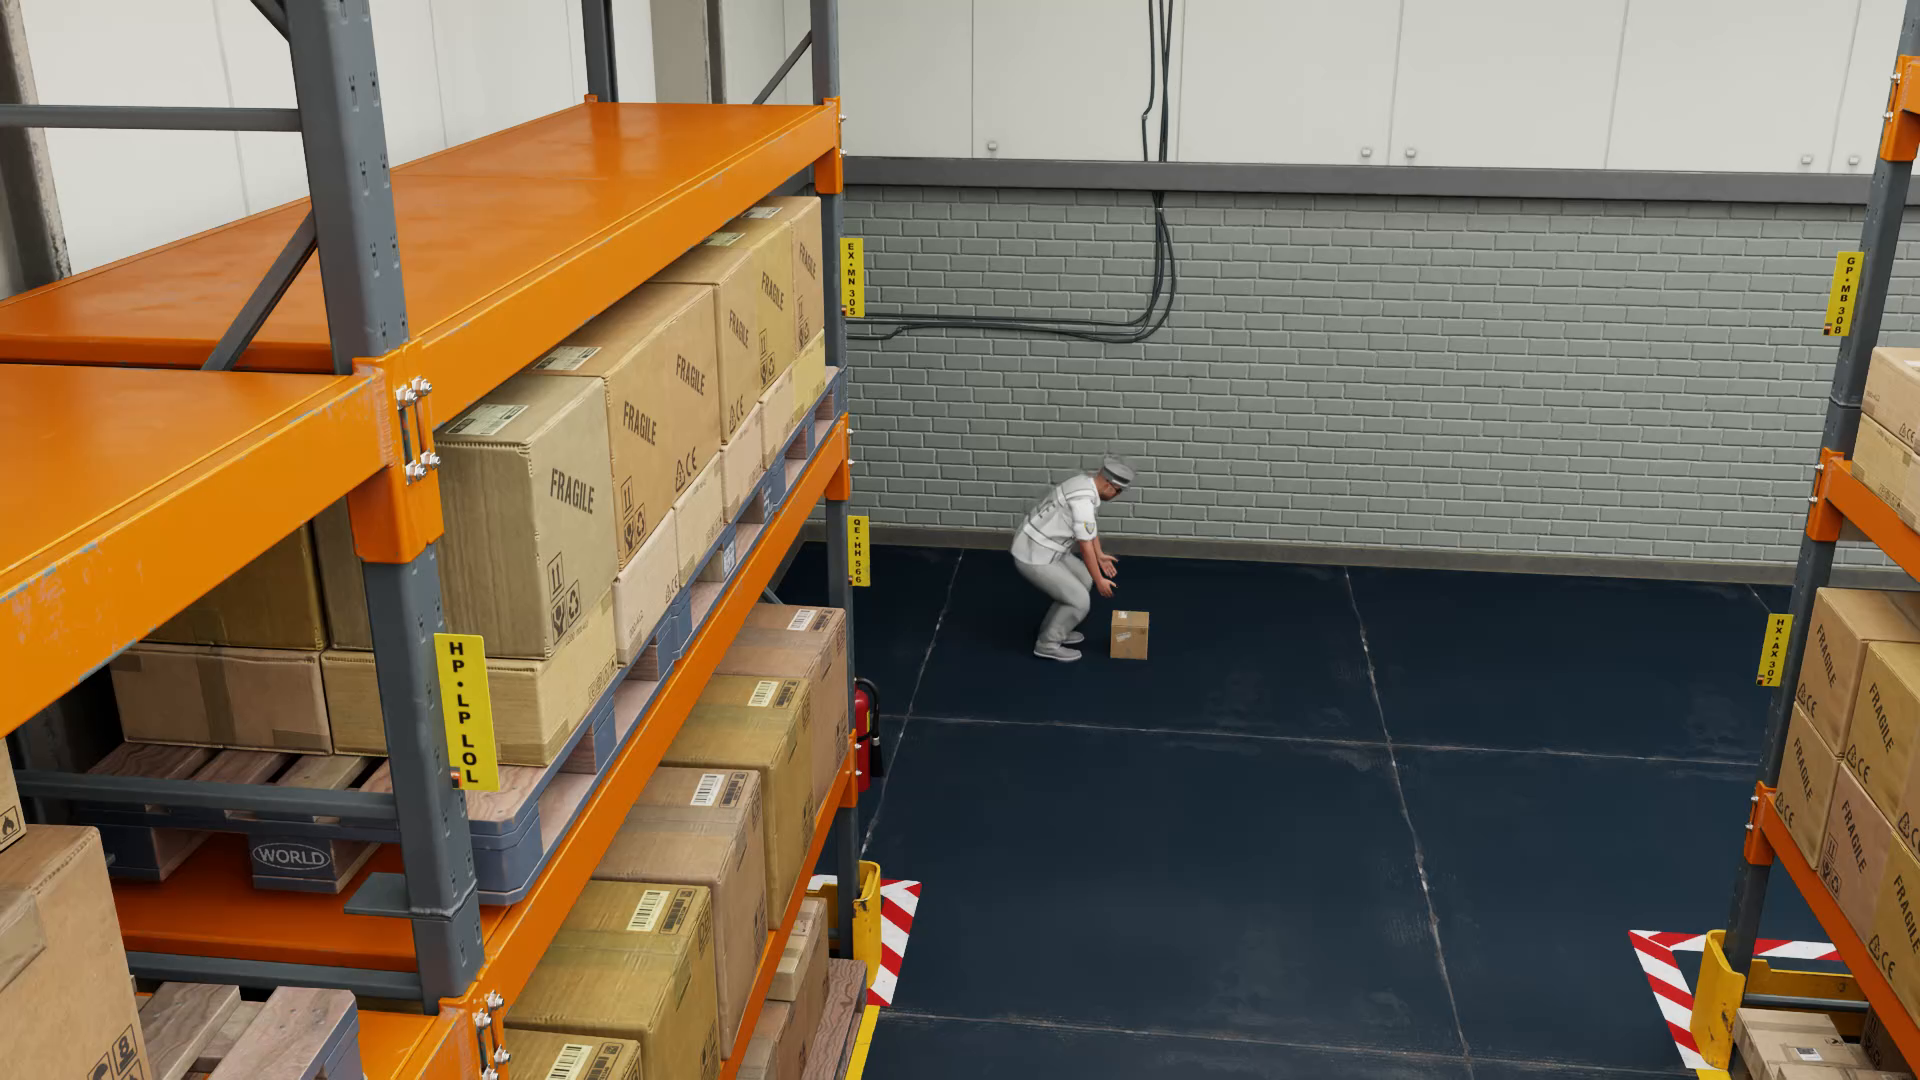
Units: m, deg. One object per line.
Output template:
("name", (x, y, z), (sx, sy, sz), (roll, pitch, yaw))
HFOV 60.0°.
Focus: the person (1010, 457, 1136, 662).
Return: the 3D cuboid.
("person", (0.760, 0.103, 11.333), (0.826, 1.381, 0.590), (2, 21, 6))
